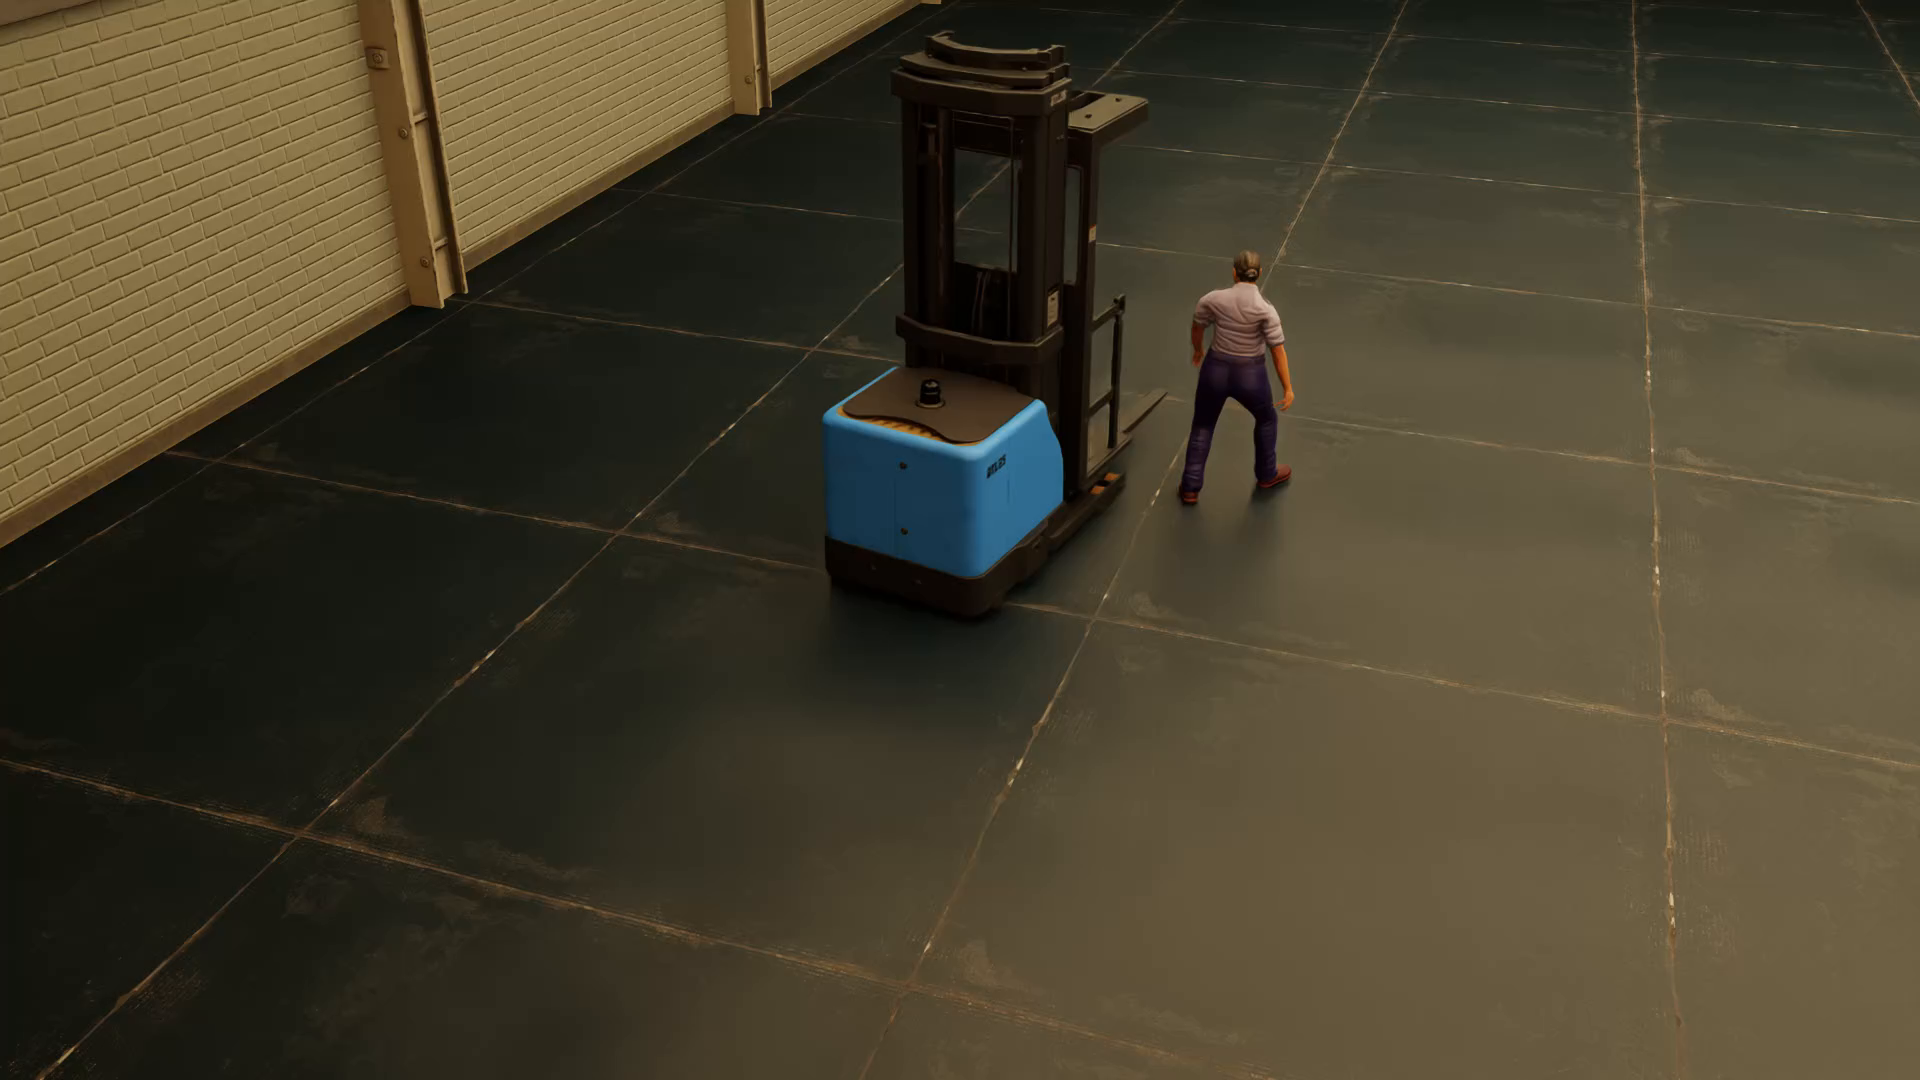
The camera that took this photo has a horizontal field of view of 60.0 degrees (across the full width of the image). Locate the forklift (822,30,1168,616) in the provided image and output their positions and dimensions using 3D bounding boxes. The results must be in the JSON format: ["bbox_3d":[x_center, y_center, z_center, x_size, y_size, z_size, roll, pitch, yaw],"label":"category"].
[{"bbox_3d":[0.392,-1.551,9.856,1.130,2.935,3.031,16,33,26],"label":"forklift"}]

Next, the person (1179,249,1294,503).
[{"bbox_3d":[1.744,-1.023,10.293,0.705,1.597,0.666,11,32,19],"label":"person"}]
